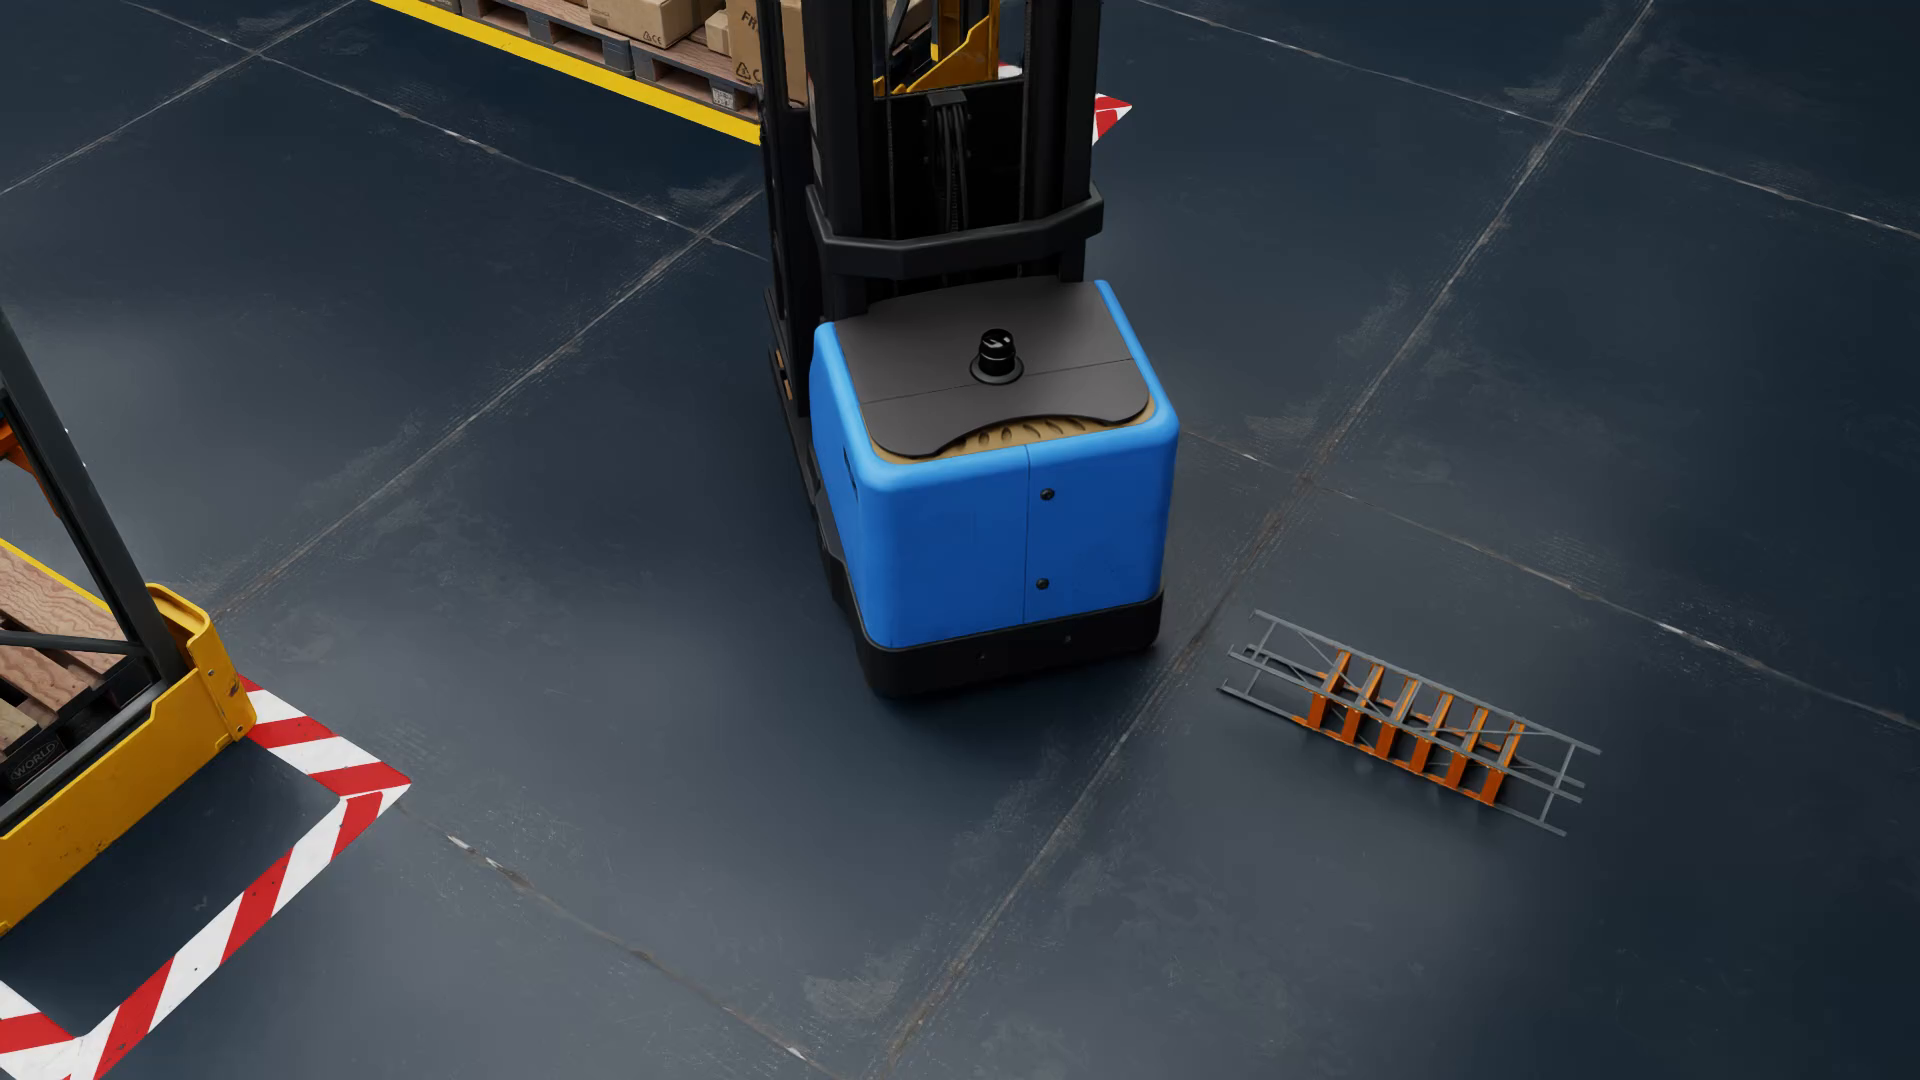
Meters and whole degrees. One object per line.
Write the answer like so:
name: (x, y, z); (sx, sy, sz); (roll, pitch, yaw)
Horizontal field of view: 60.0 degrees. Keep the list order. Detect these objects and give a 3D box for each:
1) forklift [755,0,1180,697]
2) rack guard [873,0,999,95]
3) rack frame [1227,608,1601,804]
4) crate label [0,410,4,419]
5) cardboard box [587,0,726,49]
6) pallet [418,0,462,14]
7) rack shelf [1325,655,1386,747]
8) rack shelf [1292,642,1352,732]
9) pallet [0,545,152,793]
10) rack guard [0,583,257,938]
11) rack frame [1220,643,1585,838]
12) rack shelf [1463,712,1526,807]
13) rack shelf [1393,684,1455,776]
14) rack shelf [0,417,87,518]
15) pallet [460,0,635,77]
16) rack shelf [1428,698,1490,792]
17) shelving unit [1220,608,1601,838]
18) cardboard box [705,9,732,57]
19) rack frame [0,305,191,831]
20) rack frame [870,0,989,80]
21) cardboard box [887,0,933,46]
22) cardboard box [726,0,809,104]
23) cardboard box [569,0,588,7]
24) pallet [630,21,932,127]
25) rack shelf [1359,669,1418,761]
forklift: (-0.159, -1.567, 5.729); (1.130, 2.935, 3.031); (-10, 47, -10)
rack guard: (-0.239, -2.304, 8.140); (0.348, 0.500, 1.175); (25, 51, 22)
rack frame: (1.478, 0.531, 5.470); (1.200, 0.006, 0.240); (23, 50, 20)
crate label: (-2.883, -0.414, 4.635); (0.303, 0.233, 0.416); (25, 51, 22)
cardboard box: (-1.549, -2.788, 8.478); (0.500, 0.250, 0.500); (25, 51, 22)
pallet: (-2.965, -3.456, 9.461); (1.213, 0.211, 1.003); (25, 51, 22)
rack shelf: (1.335, 0.535, 5.592); (0.103, 0.180, 0.258); (23, 50, 20)
rack shelf: (1.232, 0.491, 5.634); (0.103, 0.180, 0.258); (23, 50, 20)
pallet: (-3.526, 0.472, 5.644); (1.213, 0.211, 1.003); (25, 51, 22)
rack guard: (-2.825, 0.716, 5.206); (0.348, 0.500, 1.175); (25, 51, 22)
rack frame: (1.477, 0.658, 5.601); (1.200, 0.006, 0.240); (23, 50, 20)
rack shelf: (1.750, 0.710, 5.426); (0.103, 0.180, 0.258); (23, 50, 20)
rack shelf: (1.543, 0.622, 5.509); (0.103, 0.180, 0.258); (23, 50, 20)
rack shelf: (-4.536, -0.680, 5.321); (4.000, 0.370, 1.077); (25, 51, 22)
pallet: (-1.934, -2.984, 9.003); (1.213, 0.211, 1.003); (25, 51, 22)
rack shelf: (1.646, 0.666, 5.468); (0.103, 0.180, 0.258); (23, 50, 20)
shelving unit: (1.477, 0.595, 5.535); (1.200, 0.189, 0.258); (23, 50, 20)
cardboard box: (-1.058, -2.584, 8.339); (0.250, 0.166, 0.380); (25, 51, 22)
rack frame: (-2.853, -0.157, 4.311); (0.127, 3.000, 1.000); (25, 51, 22)
rack frame: (-0.175, -3.145, 7.215); (0.127, 3.000, 1.000); (25, 51, 22)
cardboard box: (-0.342, -2.675, 8.439); (0.250, 0.149, 0.380); (25, 51, 22)
cardboard box: (-0.766, -2.489, 8.014); (0.500, 0.500, 0.500); (25, 51, 22)
cardboard box: (-1.958, -3.253, 8.754); (0.637, 0.503, 0.797); (25, 51, 22)
pallet: (-0.911, -2.511, 8.543); (1.213, 0.211, 1.003); (25, 51, 22)
rack shelf: (1.439, 0.579, 5.551); (0.103, 0.180, 0.258); (23, 50, 20)
